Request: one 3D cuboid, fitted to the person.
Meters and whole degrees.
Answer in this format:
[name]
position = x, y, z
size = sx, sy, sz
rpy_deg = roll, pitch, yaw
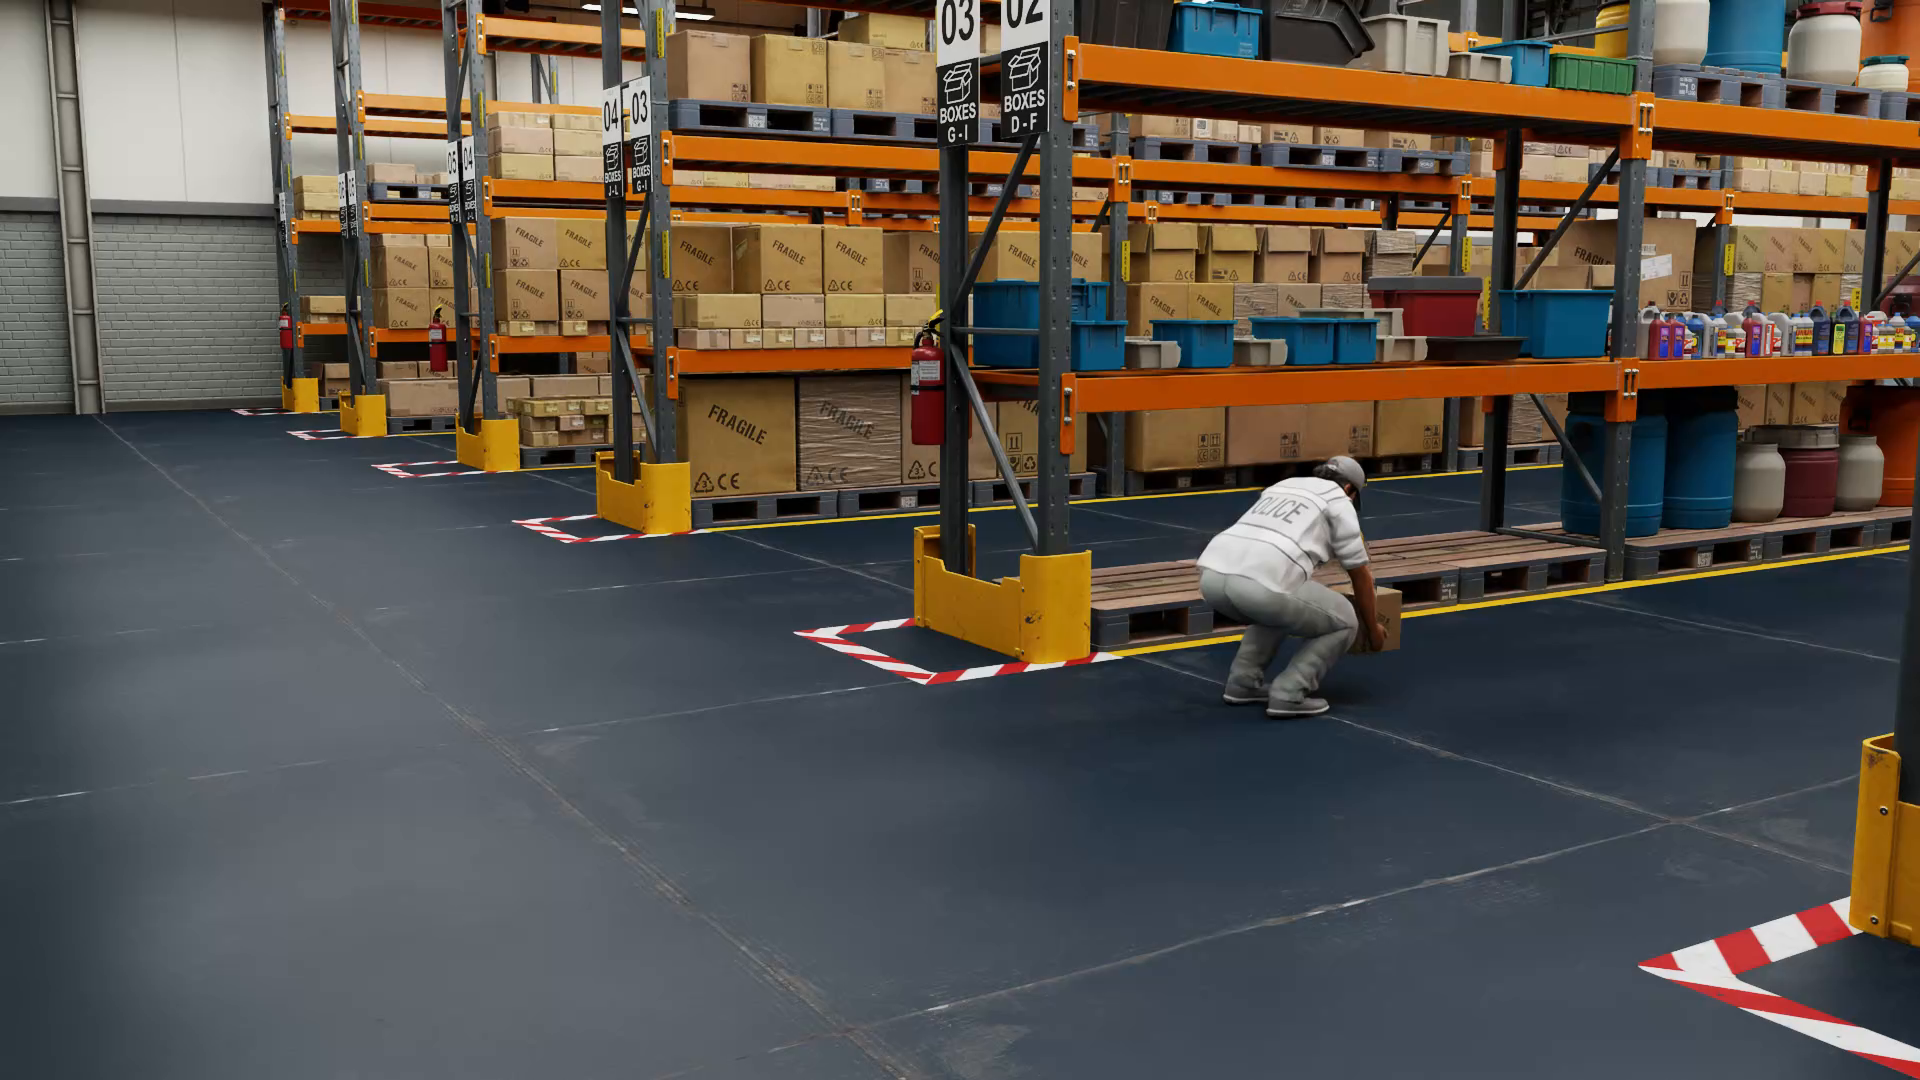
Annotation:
[person]
position = 1.360, 0.183, 6.846
size = 0.836, 1.016, 0.530
rpy_deg = -5, 10, -31
